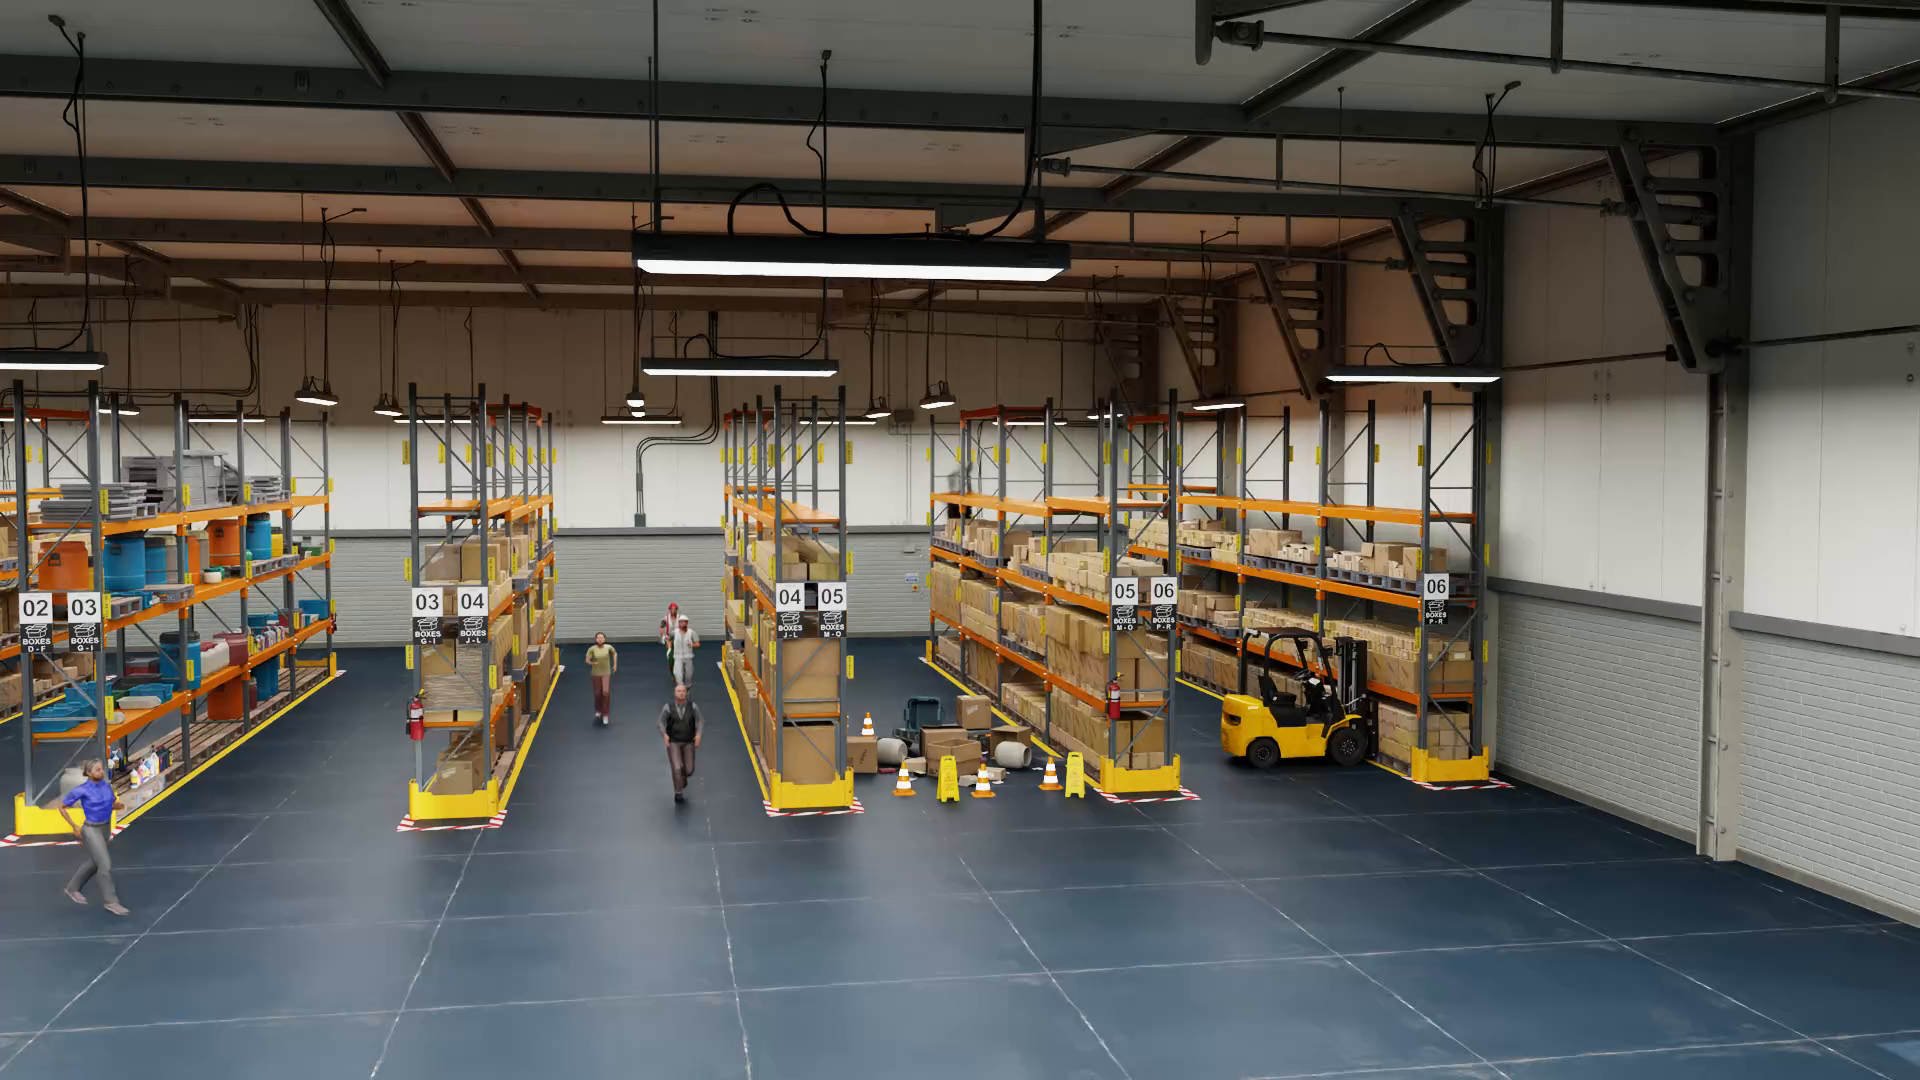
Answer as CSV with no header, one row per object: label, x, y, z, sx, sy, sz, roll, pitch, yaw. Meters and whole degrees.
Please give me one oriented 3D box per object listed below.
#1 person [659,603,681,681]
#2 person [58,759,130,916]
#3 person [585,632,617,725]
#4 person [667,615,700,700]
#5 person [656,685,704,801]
person,-6.405,2.259,37.165,0.638,1.733,0.657,-1,3,-11
person,-9.455,3.235,18.187,0.867,1.682,0.562,1,3,10
person,-6.757,2.579,31.300,0.584,1.726,0.784,-1,3,-12
person,-5.527,2.393,33.237,0.660,1.786,0.976,-1,3,-11
person,-4.073,2.936,24.221,0.695,1.670,0.687,-1,3,-16
